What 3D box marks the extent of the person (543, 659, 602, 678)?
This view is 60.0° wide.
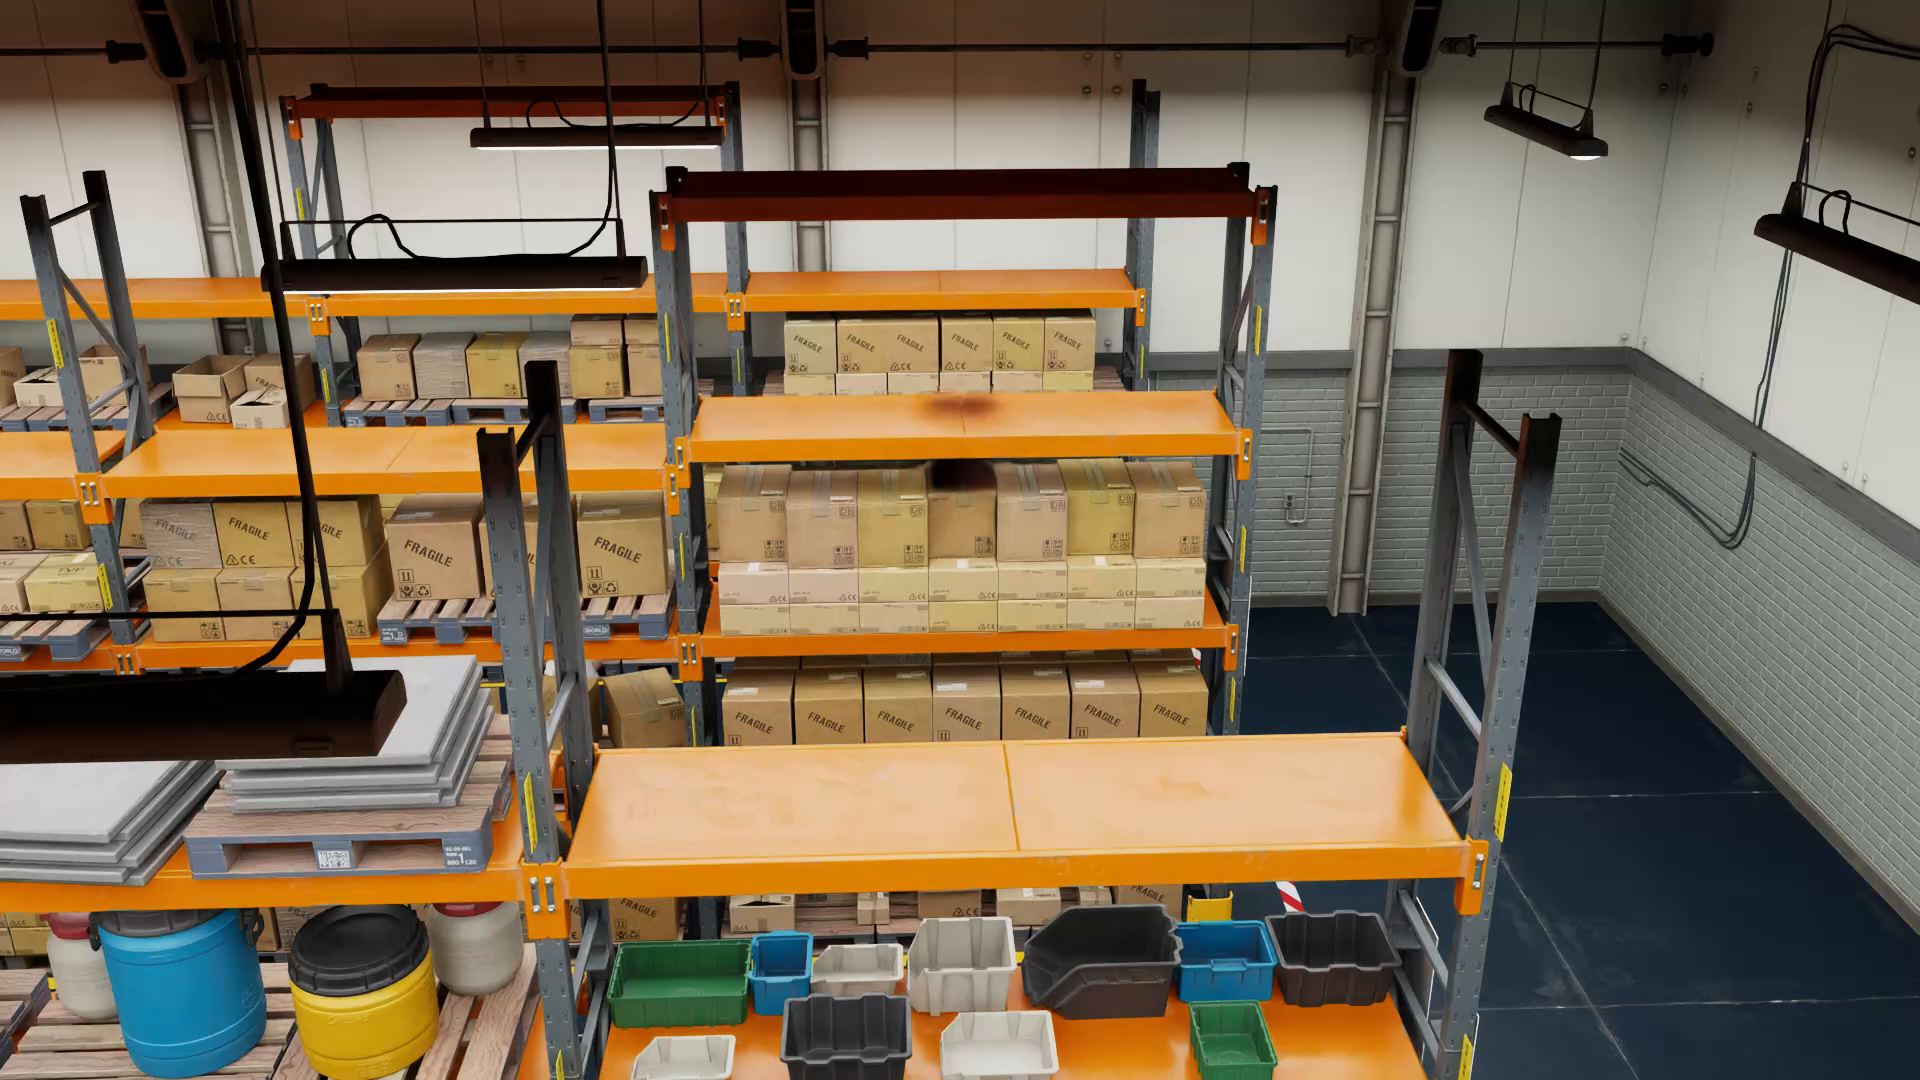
[{"bbox_3d":[-3.726,1.152,16.056,0.621,1.841,0.434,3,22,6],"label":"person"}]
